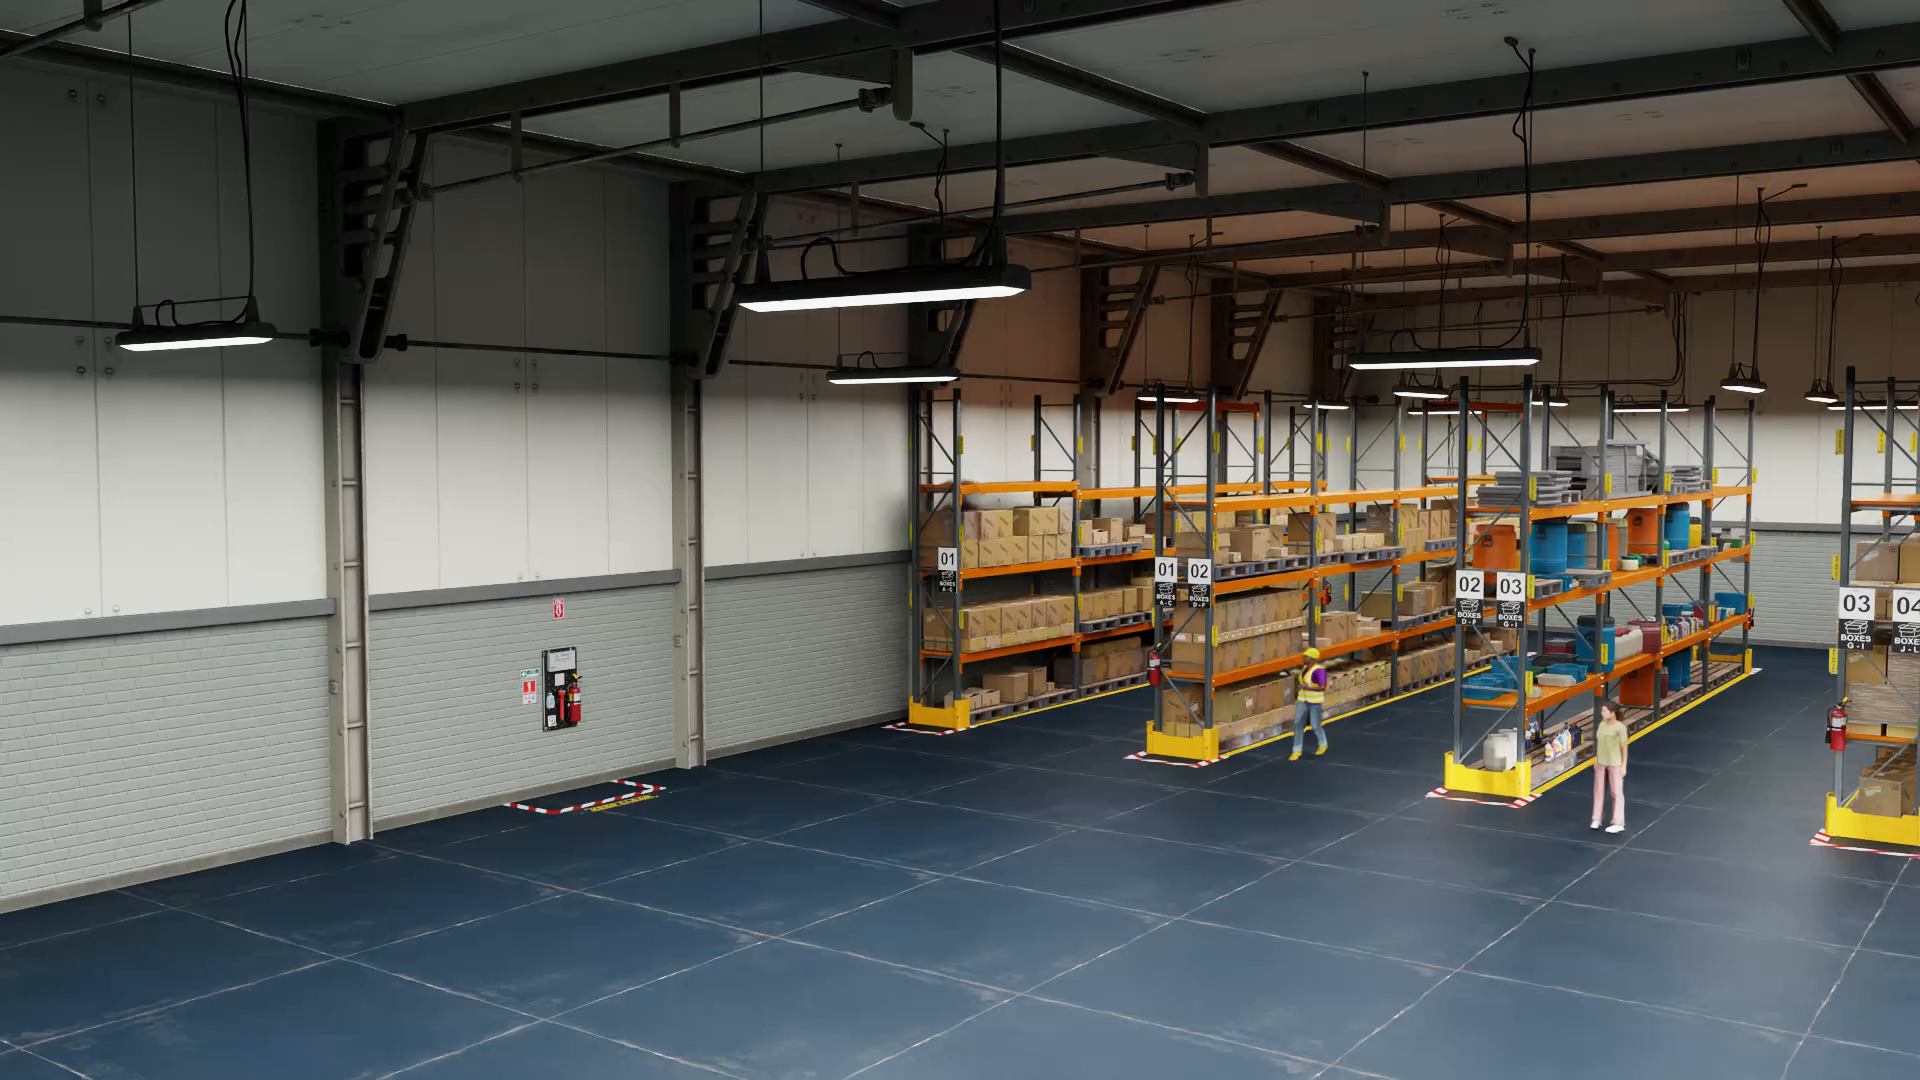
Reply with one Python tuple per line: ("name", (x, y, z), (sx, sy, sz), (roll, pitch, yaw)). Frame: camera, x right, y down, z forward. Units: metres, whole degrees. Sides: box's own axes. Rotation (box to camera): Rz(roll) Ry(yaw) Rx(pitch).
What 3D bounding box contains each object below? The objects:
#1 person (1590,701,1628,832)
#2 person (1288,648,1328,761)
("person", (8.416, 2.925, 21.604), (0.401, 1.678, 0.482), (-2, 4, -28))
("person", (5.652, 2.617, 26.505), (0.563, 1.812, 0.835), (3, 4, 40))
